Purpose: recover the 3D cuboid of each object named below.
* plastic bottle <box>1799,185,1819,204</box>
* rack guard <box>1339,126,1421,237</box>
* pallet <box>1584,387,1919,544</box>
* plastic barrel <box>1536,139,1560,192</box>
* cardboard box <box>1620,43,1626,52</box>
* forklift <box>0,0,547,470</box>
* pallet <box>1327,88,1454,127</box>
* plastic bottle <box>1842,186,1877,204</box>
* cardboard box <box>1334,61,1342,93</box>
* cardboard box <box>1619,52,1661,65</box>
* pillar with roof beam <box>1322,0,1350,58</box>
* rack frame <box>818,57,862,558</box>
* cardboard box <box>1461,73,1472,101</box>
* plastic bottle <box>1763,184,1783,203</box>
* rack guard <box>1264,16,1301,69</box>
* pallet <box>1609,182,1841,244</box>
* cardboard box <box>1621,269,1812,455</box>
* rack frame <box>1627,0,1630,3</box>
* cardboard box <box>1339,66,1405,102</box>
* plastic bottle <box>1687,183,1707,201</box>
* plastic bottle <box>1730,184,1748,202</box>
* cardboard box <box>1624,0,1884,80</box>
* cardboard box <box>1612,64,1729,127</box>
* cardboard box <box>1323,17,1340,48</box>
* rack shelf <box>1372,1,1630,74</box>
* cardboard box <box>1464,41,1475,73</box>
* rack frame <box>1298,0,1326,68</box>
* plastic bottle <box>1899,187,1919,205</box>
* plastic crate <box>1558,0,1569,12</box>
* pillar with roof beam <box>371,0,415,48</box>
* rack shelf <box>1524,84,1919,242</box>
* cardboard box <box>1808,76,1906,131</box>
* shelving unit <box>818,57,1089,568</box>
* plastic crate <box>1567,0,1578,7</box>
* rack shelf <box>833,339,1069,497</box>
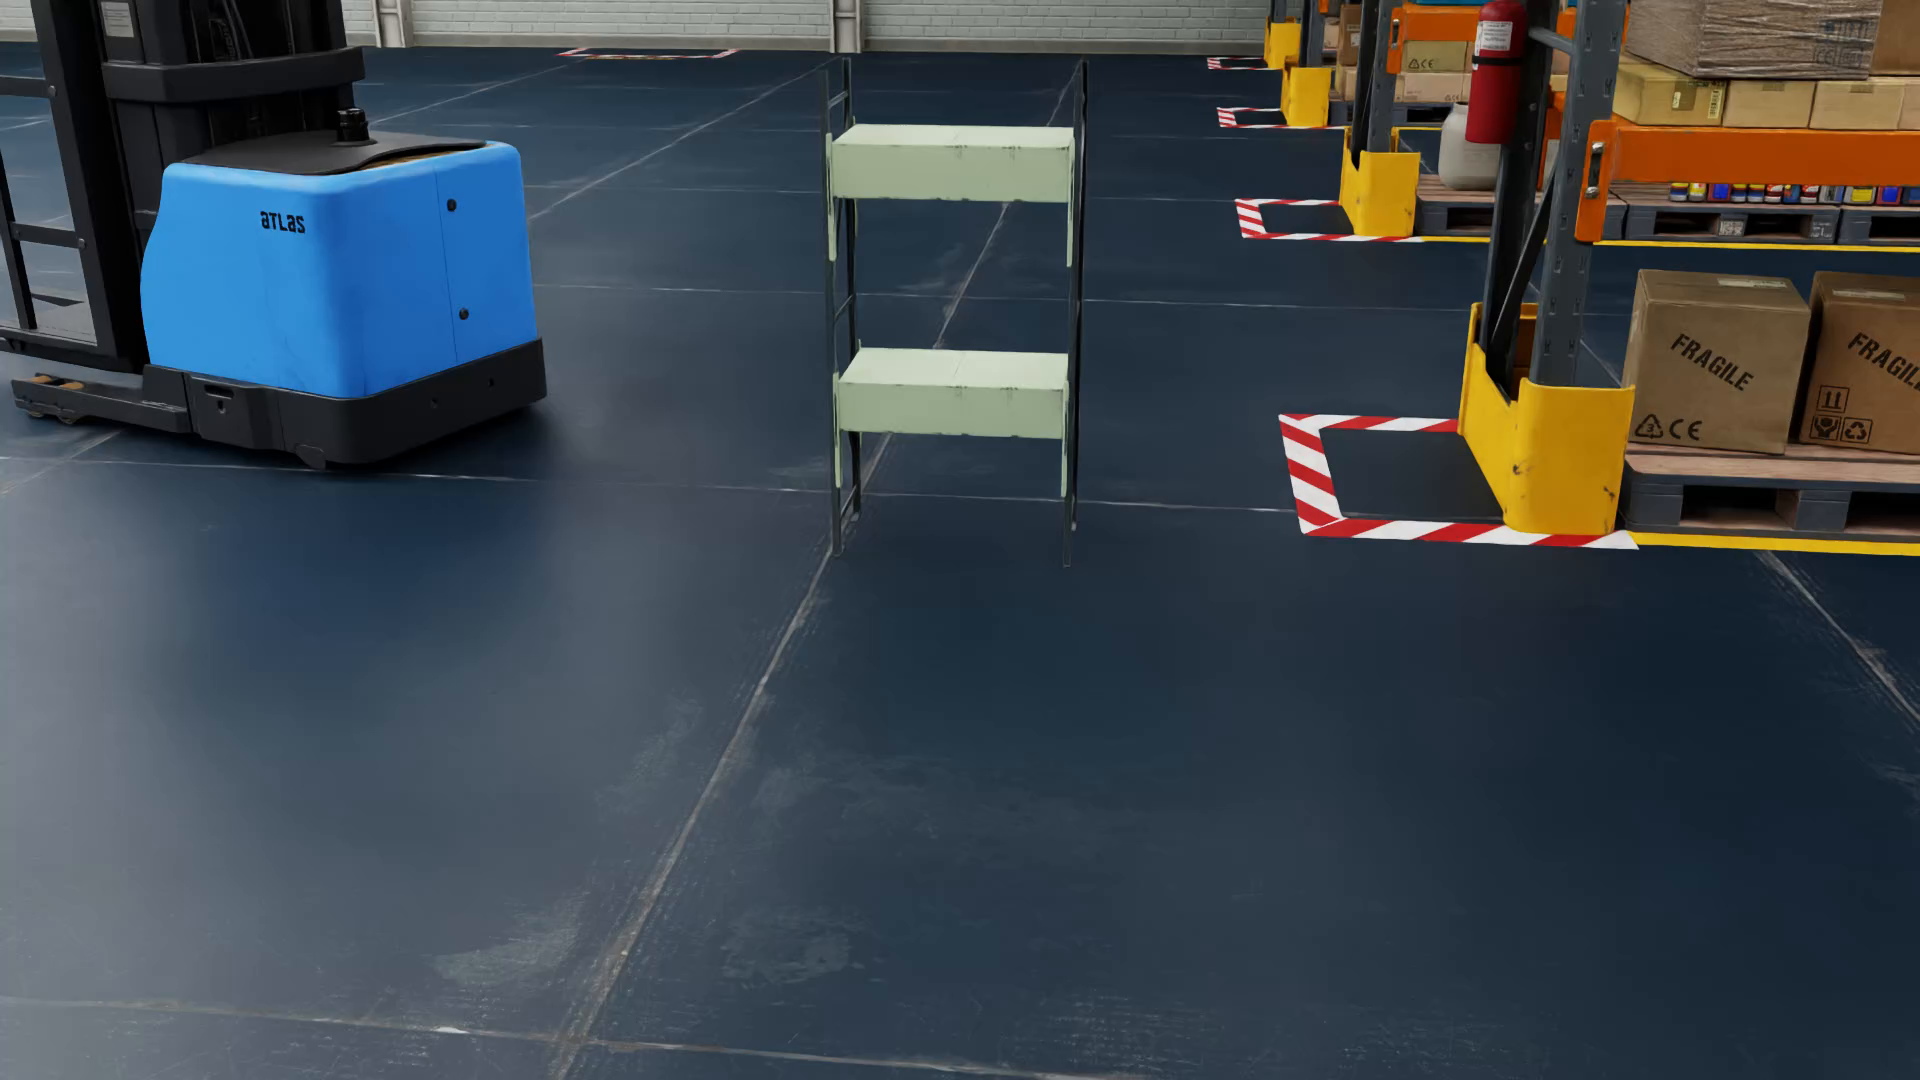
[{"bbox_3d":[5.074,-2.116,9.921,0.097,0.201,0.097,0,22,0],"label":"plastic bottle"},{"bbox_3d":[2.649,-2.289,10.550,0.348,0.500,1.175,2,22,6],"label":"rack guard"},{"bbox_3d":[2.864,-0.281,5.864,1.213,0.211,1.003,2,22,6],"label":"pallet"},{"bbox_3d":[3.729,-2.454,10.379,0.421,0.512,0.421,0,22,0],"label":"plastic barrel"},{"bbox_3d":[5.649,-4.325,14.447,0.500,0.500,0.500,2,22,6],"label":"cardboard box"},{"bbox_3d":[-3.218,-1.981,6.465,3.031,2.935,1.130,11,24,26],"label":"forklift"},{"bbox_3d":[3.919,-3.931,15.097,1.213,0.211,1.003,2,22,6],"label":"pallet"},{"bbox_3d":[5.356,-2.182,9.884,0.185,0.351,0.144,2,22,6],"label":"plastic bottle"},{"bbox_3d":[3.722,-4.247,15.272,0.500,0.250,0.500,2,22,6],"label":"cardboard box"},{"bbox_3d":[2.293,-1.575,5.687,0.250,0.149,0.380,2,22,6],"label":"cardboard box"},{"bbox_3d":[4.025,-8.558,14.848,0.400,9.000,9.100,2,22,6],"label":"pillar with roof beam"},{"bbox_3d":[-0.370,-0.714,5.205,0.023,1.500,0.400,2,22,6],"label":"rack frame"},{"bbox_3d":[4.655,-4.016,14.687,0.500,0.250,0.500,2,22,6],"label":"cardboard box"},{"bbox_3d":[4.870,-2.125,9.943,0.097,0.201,0.097,0,22,0],"label":"plastic bottle"},{"bbox_3d":[3.810,-5.889,19.655,0.348,0.500,1.175,2,22,6],"label":"rack guard"},{"bbox_3d":[4.664,-2.064,10.373,1.213,0.211,1.003,2,22,6],"label":"pallet"},{"bbox_3d":[2.604,-0.629,5.780,0.500,0.500,0.500,7,23,16],"label":"cardboard box"},{"bbox_3d":[7.707,-6.882,18.766,0.127,3.000,1.000,2,22,6],"label":"rack frame"},{"bbox_3d":[3.661,-4.058,14.793,0.500,0.250,0.500,2,22,6],"label":"cardboard box"},{"bbox_3d":[4.435,-2.144,9.991,0.097,0.201,0.097,0,22,0],"label":"plastic bottle"},{"bbox_3d":[4.673,-2.166,9.952,0.097,0.271,0.097,0,22,0],"label":"plastic bottle"},{"bbox_3d":[2.528,-1.780,5.322,0.500,0.500,0.875,2,22,6],"label":"cardboard box"},{"bbox_3d":[2.240,-1.413,5.276,0.250,0.149,0.380,2,22,6],"label":"cardboard box"},{"bbox_3d":[4.411,-5.946,19.459,0.500,0.311,0.500,0,22,0],"label":"cardboard box"},{"bbox_3d":[4.554,-3.017,9.968,4.000,0.370,1.077,2,22,6],"label":"rack shelf"},{"bbox_3d":[4.656,-4.369,14.560,0.500,0.500,0.500,2,22,6],"label":"cardboard box"},{"bbox_3d":[3.155,-5.246,14.629,0.127,3.000,1.000,2,22,6],"label":"rack frame"},{"bbox_3d":[5.677,-2.168,9.849,0.185,0.351,0.144,1,22,4],"label":"plastic bottle"},{"bbox_3d":[3.419,-3.159,9.708,0.250,0.136,0.298,2,22,6],"label":"plastic crate"},{"bbox_3d":[-7.892,-9.078,16.161,0.400,9.000,9.100,2,22,6],"label":"pillar with roof beam"},{"bbox_3d":[3.972,-1.208,5.394,4.000,0.370,1.077,2,22,6],"label":"rack shelf"},{"bbox_3d":[2.733,-1.379,5.190,0.250,0.149,0.380,2,22,6],"label":"cardboard box"},{"bbox_3d":[-0.007,-0.698,5.165,0.755,1.500,0.431,2,22,6],"label":"shelving unit"},{"bbox_3d":[3.745,-3.426,10.228,0.408,0.251,0.499,2,22,6],"label":"plastic crate"},{"bbox_3d":[-0.007,-0.395,5.285,0.720,0.370,0.431,2,22,6],"label":"rack shelf"}]
